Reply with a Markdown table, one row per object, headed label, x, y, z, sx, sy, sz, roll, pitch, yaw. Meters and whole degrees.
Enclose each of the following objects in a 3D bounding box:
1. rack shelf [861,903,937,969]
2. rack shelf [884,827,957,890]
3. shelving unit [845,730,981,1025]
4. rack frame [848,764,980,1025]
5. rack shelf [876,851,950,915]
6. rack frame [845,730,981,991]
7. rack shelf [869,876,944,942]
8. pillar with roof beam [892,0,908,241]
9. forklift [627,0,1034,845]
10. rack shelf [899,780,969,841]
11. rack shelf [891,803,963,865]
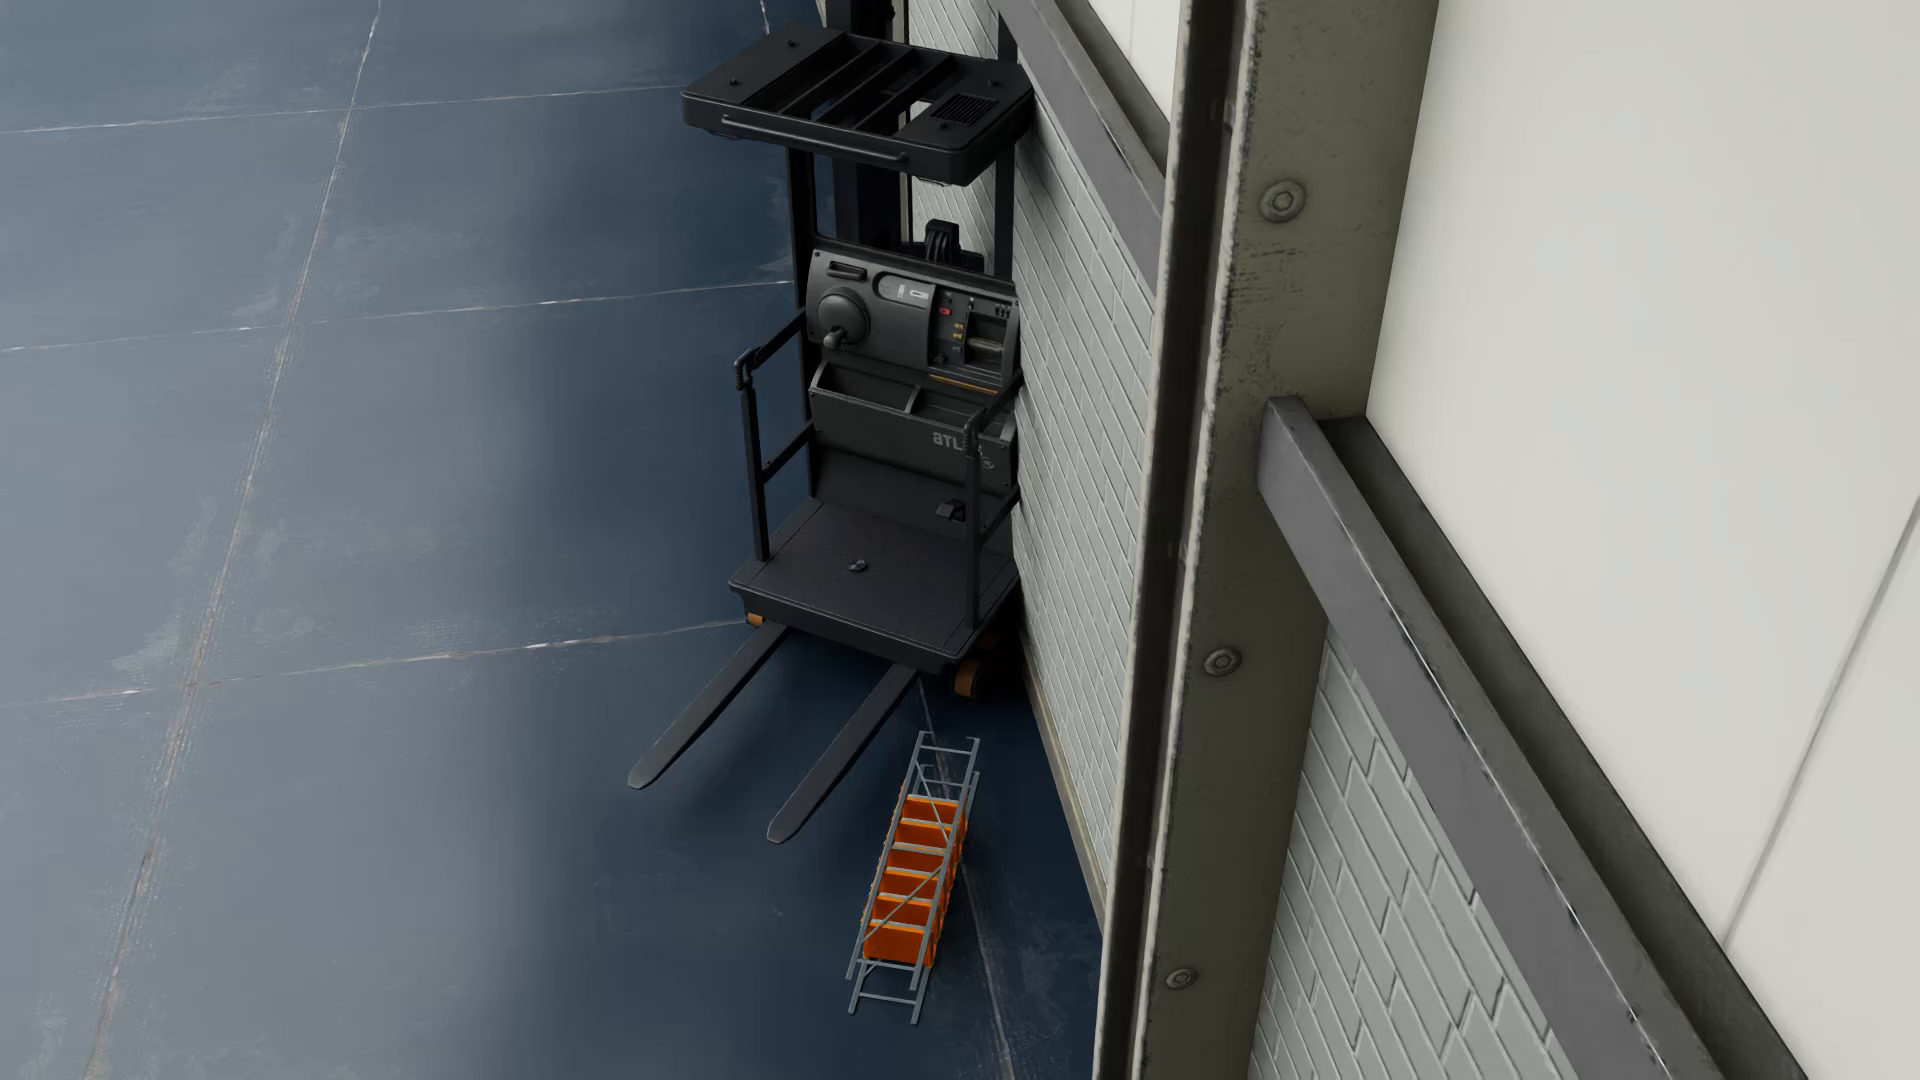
| label | x | y | z | sx | sy | sz | roll | pitch | yaw |
| --- | --- | --- | --- | --- | --- | --- | --- | --- | --- |
| rack shelf | -0.211 | 1.382 | 5.813 | 0.258 | 0.180 | 0.103 | 7 | 38 | 9 |
| rack shelf | -0.143 | 1.165 | 6.092 | 0.258 | 0.180 | 0.103 | 7 | 38 | 9 |
| shelving unit | -0.152 | 1.192 | 6.058 | 0.258 | 0.189 | 1.200 | 7 | 38 | 9 |
| rack frame | -0.152 | 1.265 | 6.114 | 0.240 | 0.006 | 1.200 | 7 | 38 | 9 |
| rack shelf | -0.166 | 1.238 | 5.999 | 0.258 | 0.180 | 0.103 | 7 | 38 | 9 |
| rack frame | -0.152 | 1.120 | 6.001 | 0.240 | 0.006 | 1.200 | 7 | 38 | 9 |
| rack shelf | -0.189 | 1.310 | 5.906 | 0.258 | 0.180 | 0.103 | 7 | 38 | 9 |
| pillar with roof beam | -4.713 | -4.653 | 6.404 | 9.100 | 9.000 | 0.400 | -6 | 38 | -8 |
| forklift | -0.278 | -0.811 | 6.405 | 1.130 | 2.935 | 3.031 | 17 | 41 | 20 |
| rack shelf | -0.098 | 1.021 | 6.278 | 0.258 | 0.180 | 0.103 | 7 | 38 | 9 |
| rack shelf | -0.121 | 1.093 | 6.185 | 0.258 | 0.180 | 0.103 | 7 | 38 | 9 |
